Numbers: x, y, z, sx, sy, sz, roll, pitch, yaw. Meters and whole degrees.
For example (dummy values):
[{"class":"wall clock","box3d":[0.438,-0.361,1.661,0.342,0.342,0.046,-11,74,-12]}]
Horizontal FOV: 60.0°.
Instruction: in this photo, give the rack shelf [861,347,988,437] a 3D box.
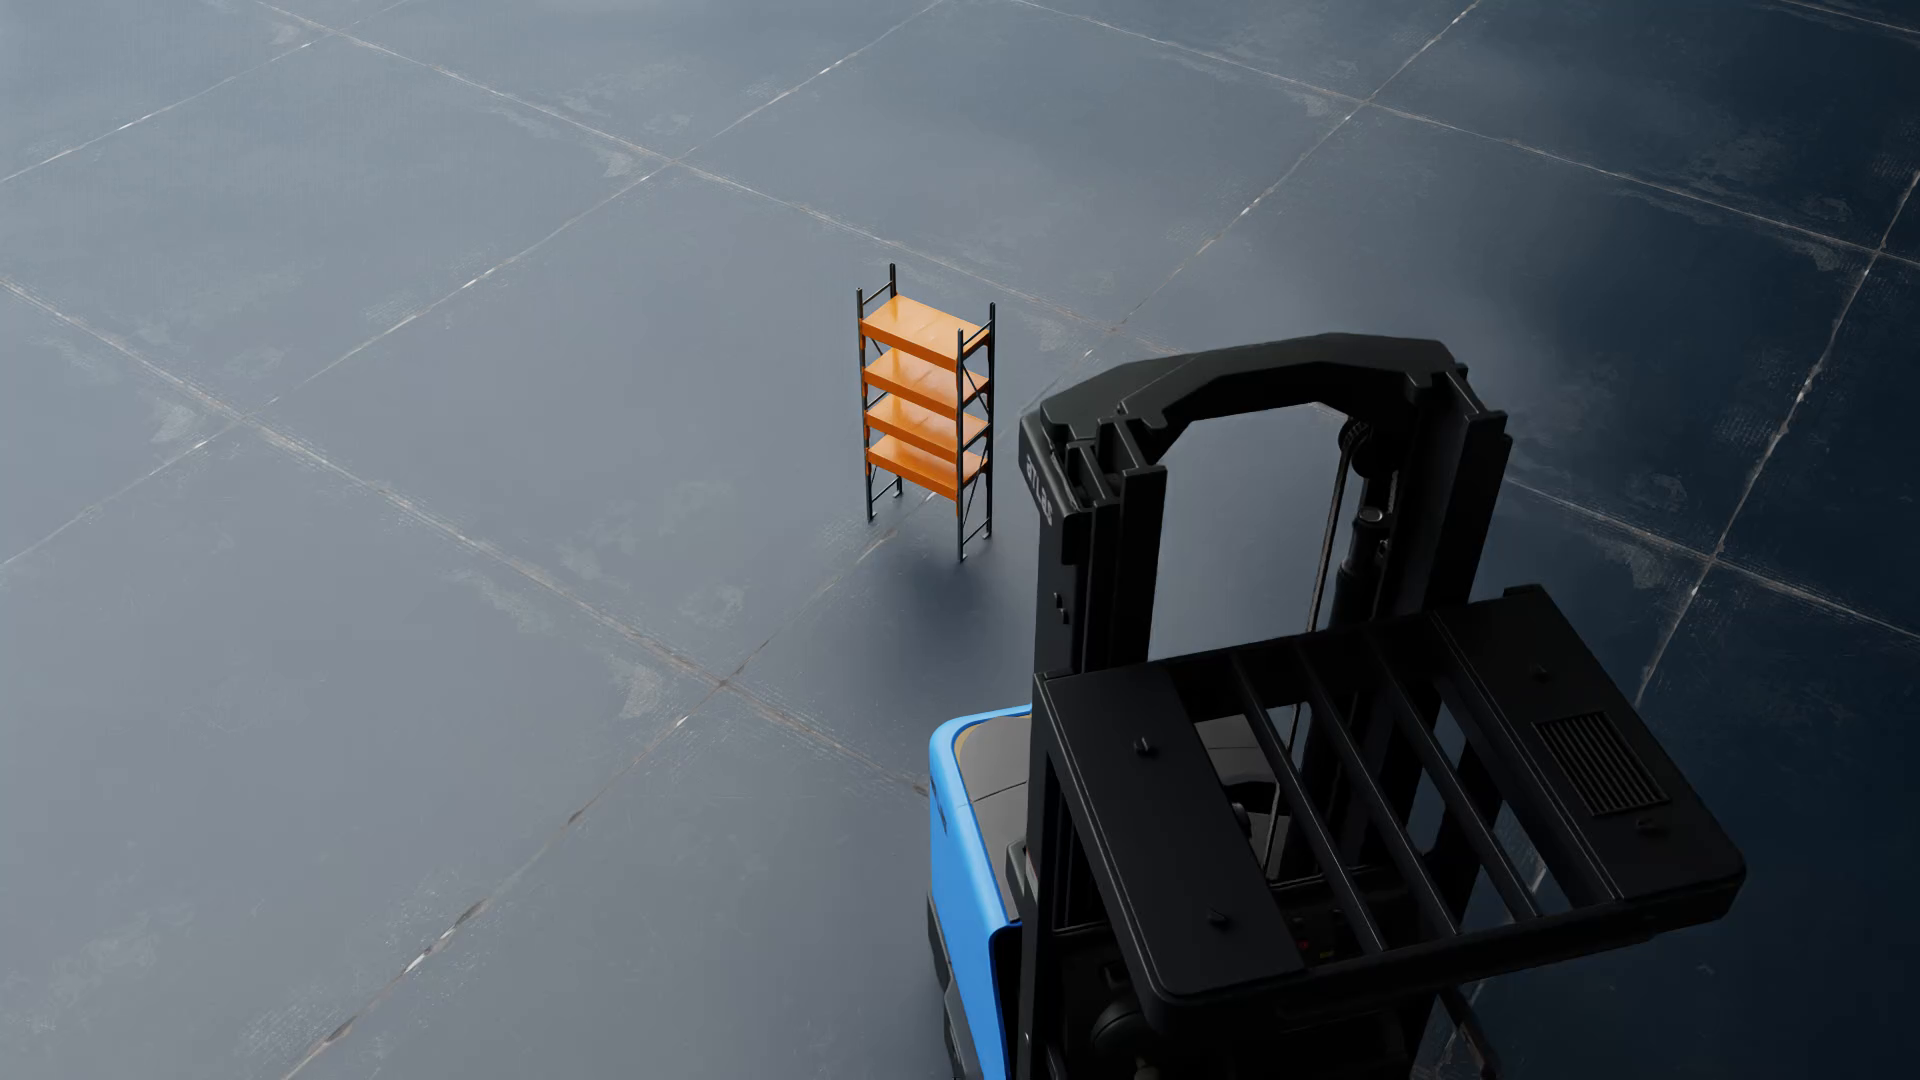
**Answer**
[{"class":"rack shelf","box3d":[-0.136,-0.627,6.816,0.480,0.148,0.258,25,48,25]}]

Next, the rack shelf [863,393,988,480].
[{"class":"rack shelf","box3d":[-0.136,-0.460,6.966,0.480,0.148,0.258,25,48,25]}]

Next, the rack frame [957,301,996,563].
[{"class":"rack frame","box3d":[0.064,-0.417,6.816,0.015,1.200,0.240,25,48,25]}]

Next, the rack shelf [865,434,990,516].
[{"class":"rack shelf","box3d":[-0.136,-0.312,7.098,0.480,0.148,0.258,25,48,25]}]

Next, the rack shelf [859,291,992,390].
[{"class":"rack shelf","box3d":[-0.136,-0.803,6.659,0.480,0.148,0.258,25,48,25]}]

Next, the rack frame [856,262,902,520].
[{"class":"rack frame","box3d":[-0.335,-0.604,7.025,0.015,1.200,0.240,25,48,25]}]

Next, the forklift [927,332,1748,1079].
[{"class":"forklift","box3d":[0.741,1.135,3.783,1.130,2.935,3.031,-9,43,-10]}]

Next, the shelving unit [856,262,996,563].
[{"class":"shelving unit","box3d":[-0.136,-0.511,6.921,0.503,1.200,0.258,25,48,25]}]
